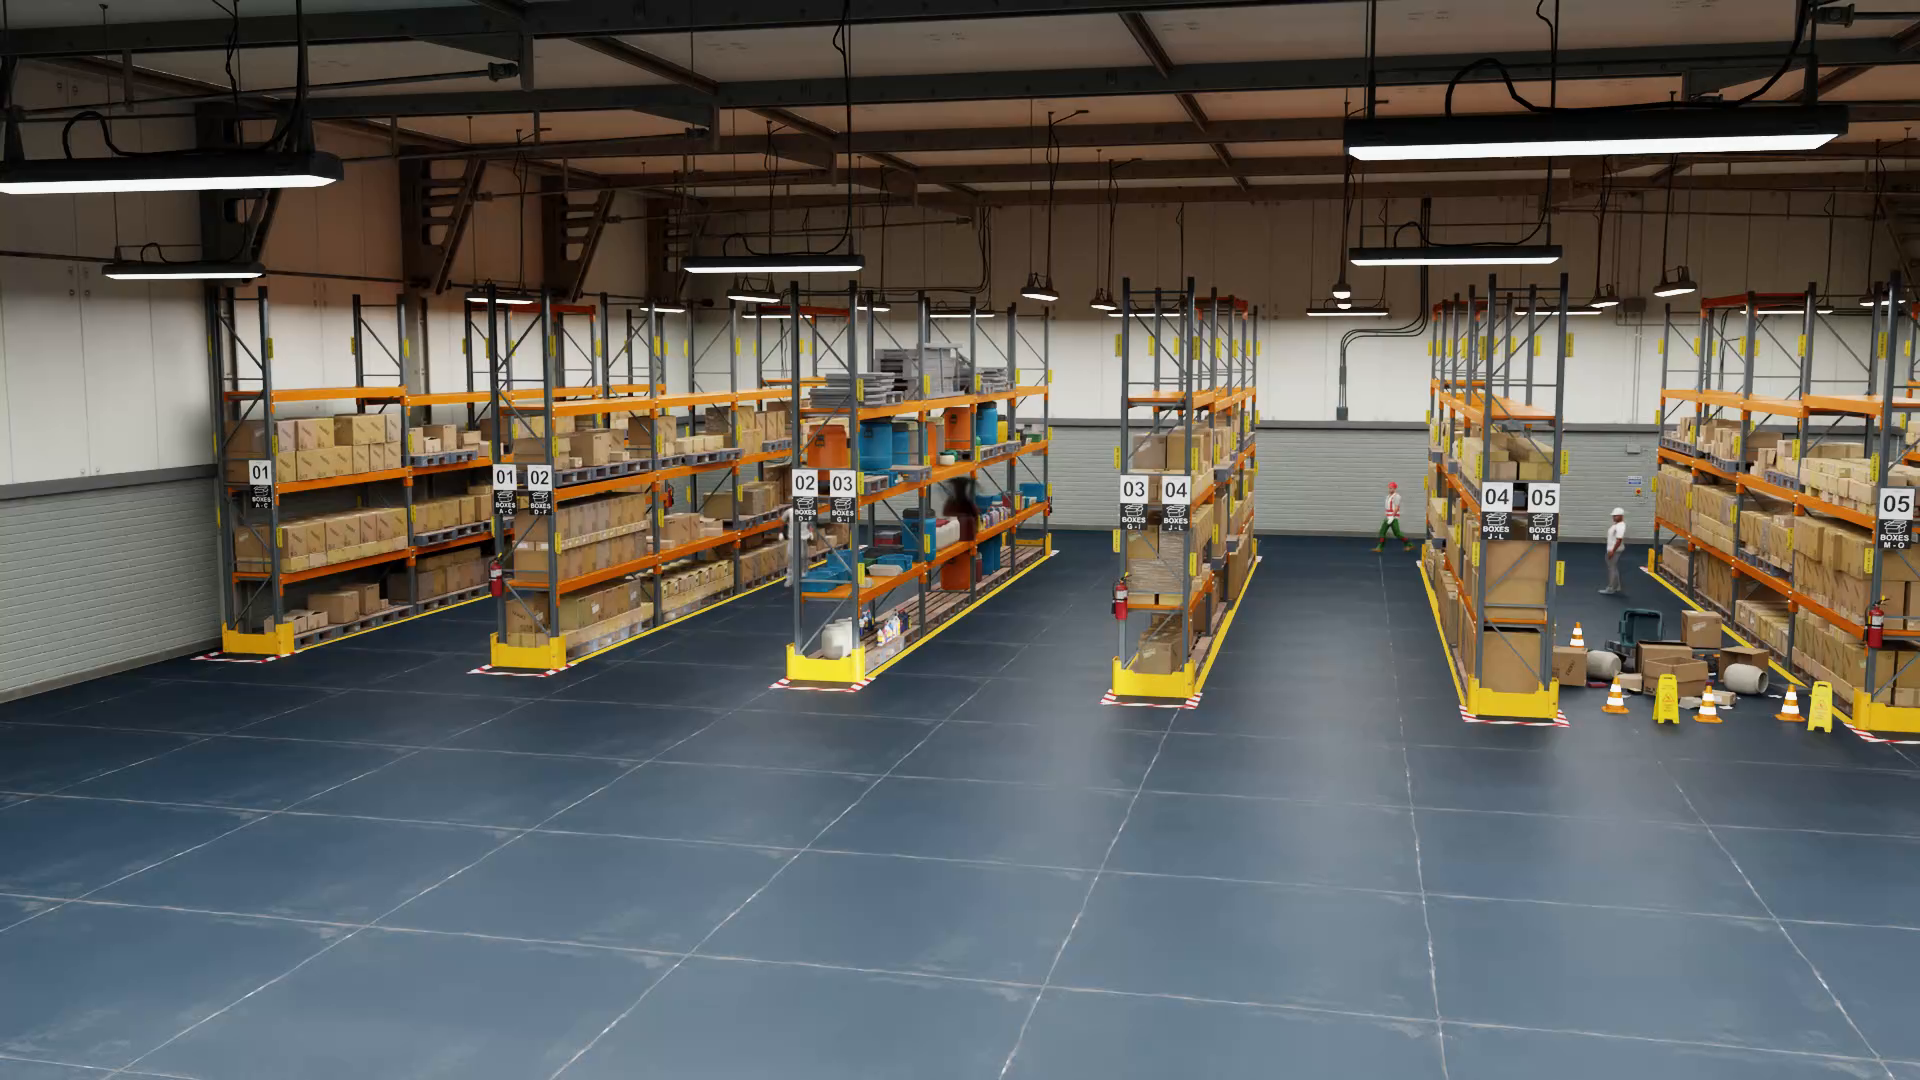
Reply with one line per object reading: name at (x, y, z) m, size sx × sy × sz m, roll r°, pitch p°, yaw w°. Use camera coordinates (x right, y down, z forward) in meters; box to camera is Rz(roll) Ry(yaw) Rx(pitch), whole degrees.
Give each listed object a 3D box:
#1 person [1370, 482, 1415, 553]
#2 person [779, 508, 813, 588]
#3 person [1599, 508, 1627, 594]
person at (10.598, -0.548, 40.696) m, size 1.051 × 1.750 × 0.597 m, roll 1°, pitch 7°, yaw 6°
person at (-3.304, 0.016, 33.780) m, size 0.791 × 1.821 × 0.863 m, roll 2°, pitch 7°, yaw 15°
person at (13.342, 0.240, 33.926) m, size 0.497 × 1.798 × 0.614 m, roll 5°, pitch 8°, yaw 34°
